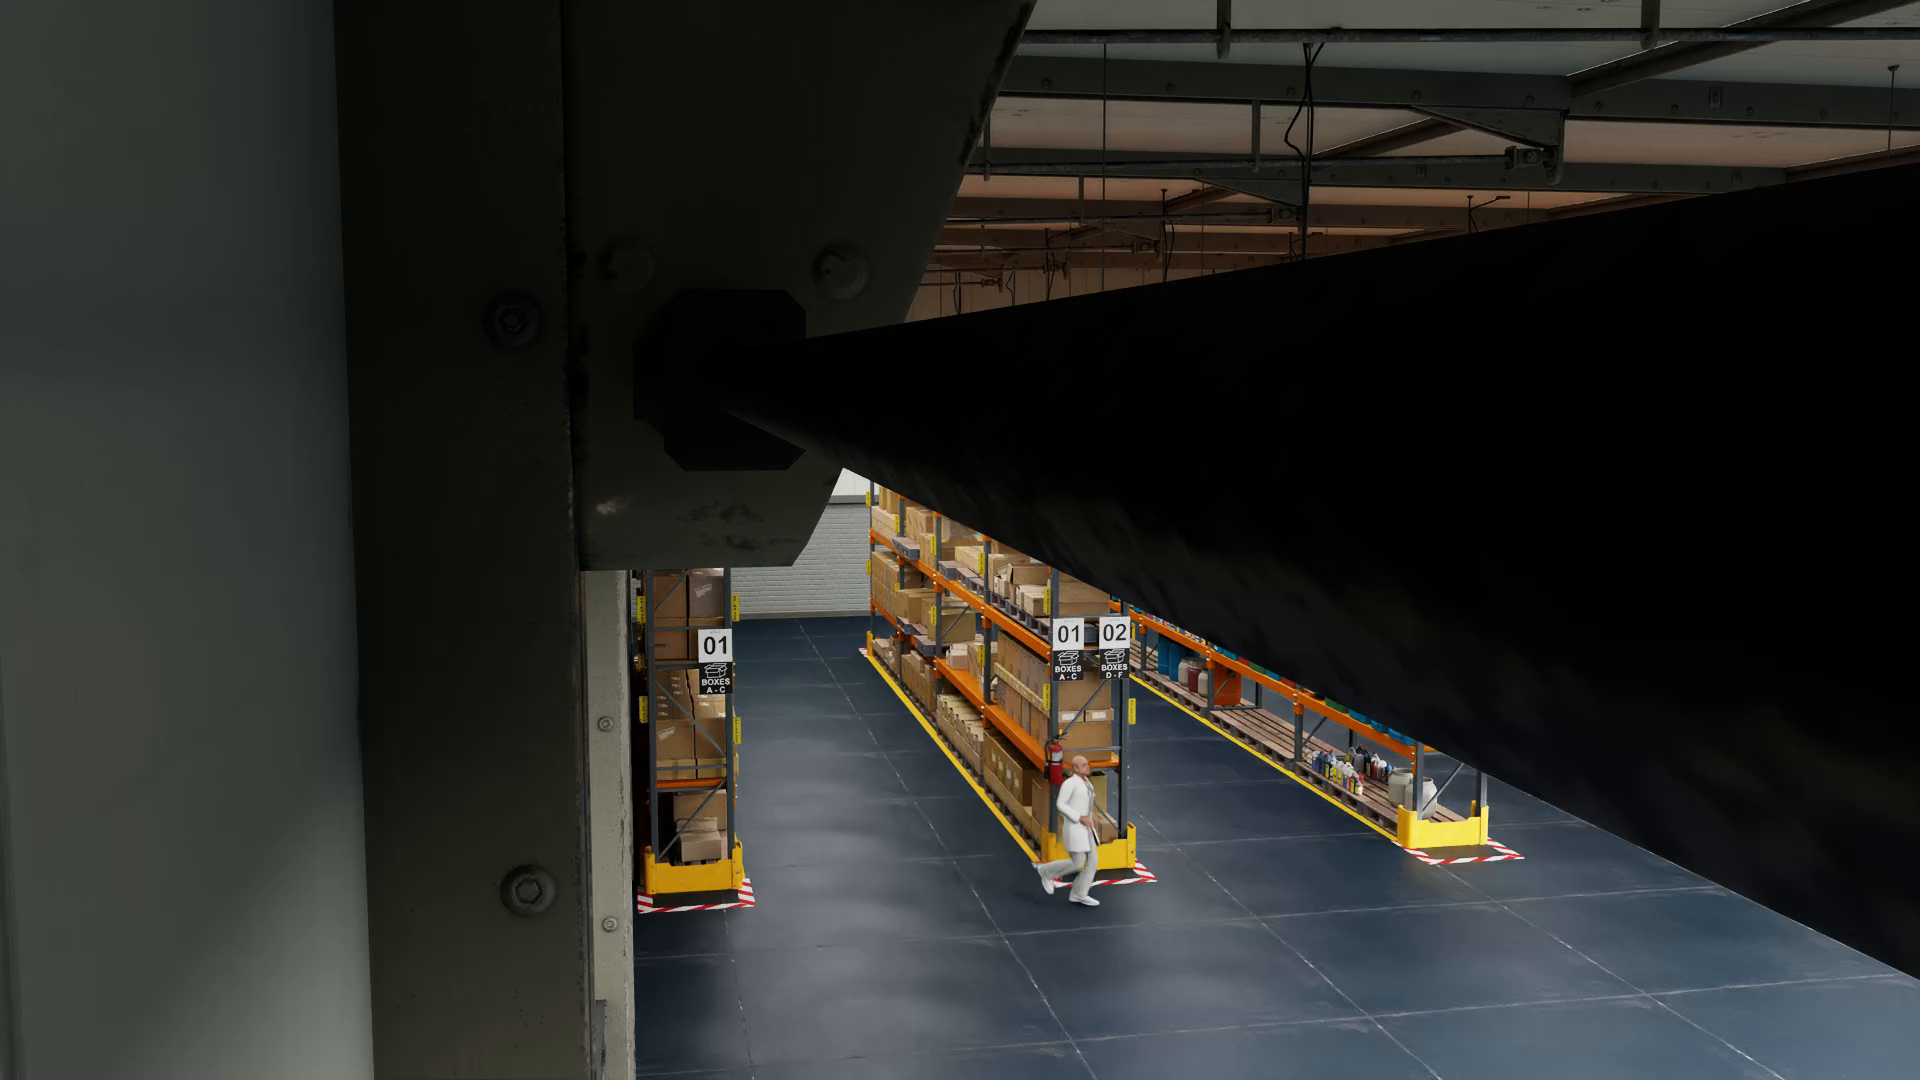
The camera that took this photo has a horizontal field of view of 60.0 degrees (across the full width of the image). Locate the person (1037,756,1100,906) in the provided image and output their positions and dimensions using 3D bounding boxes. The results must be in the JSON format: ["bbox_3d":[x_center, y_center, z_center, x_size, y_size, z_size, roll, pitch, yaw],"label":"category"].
[{"bbox_3d":[1.348,3.417,19.734,0.761,1.744,0.730,4,7,31],"label":"person"}]
